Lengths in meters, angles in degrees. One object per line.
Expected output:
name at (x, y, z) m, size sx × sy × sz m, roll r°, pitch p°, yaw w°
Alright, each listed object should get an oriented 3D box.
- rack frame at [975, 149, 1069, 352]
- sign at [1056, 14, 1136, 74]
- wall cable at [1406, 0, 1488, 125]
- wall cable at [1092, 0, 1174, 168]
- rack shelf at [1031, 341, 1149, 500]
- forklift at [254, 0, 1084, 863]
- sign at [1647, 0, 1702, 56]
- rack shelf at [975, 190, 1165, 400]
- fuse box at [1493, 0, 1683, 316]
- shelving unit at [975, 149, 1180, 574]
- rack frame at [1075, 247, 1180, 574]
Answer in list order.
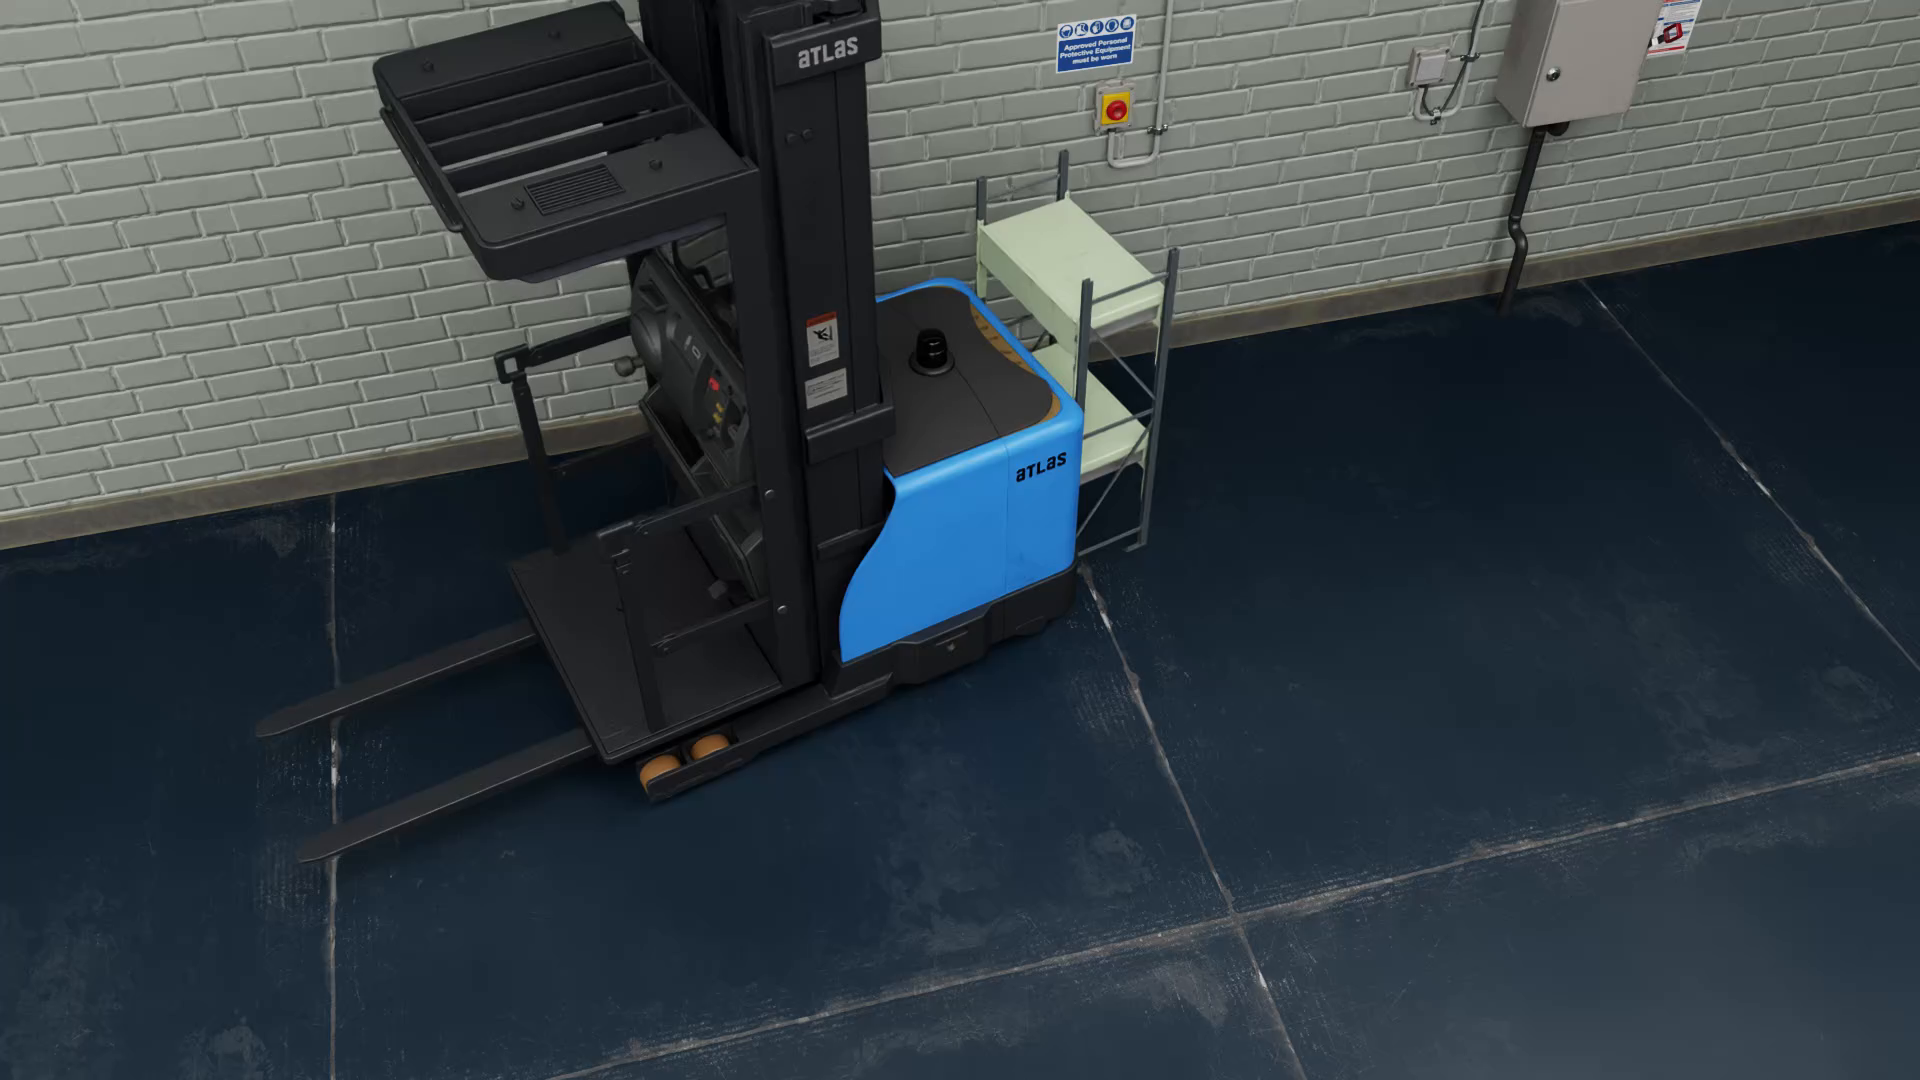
rack frame at (0.239, -0.895, 6.828) m, size 0.400 × 1.500 × 0.023 m, roll -22°, pitch 50°, yaw -20°
sign at (0.544, -1.986, 6.658) m, size 0.327 × 0.218 × 0.001 m, roll -11°, pitch 47°, yaw -10°
wall cable at (1.974, -2.481, 6.621) m, size 0.588 × 1.984 × 0.122 m, roll -11°, pitch 47°, yaw -10°
wall cable at (0.606, -2.225, 6.347) m, size 0.585 × 1.953 × 0.123 m, roll -11°, pitch 47°, yaw -10°
rack shelf at (0.421, -0.440, 6.839) m, size 0.431 × 0.370 × 0.720 m, roll -22°, pitch 50°, yaw -20°
forklift at (-1.077, -0.515, 5.454) m, size 3.031 × 2.935 × 1.130 m, roll -22°, pitch 49°, yaw -20°
sign at (3.098, -2.341, 7.262) m, size 0.329 × 0.494 × 0.001 m, roll -11°, pitch 47°, yaw -10°
rack shelf at (0.421, -0.942, 6.327) m, size 0.431 × 0.370 × 0.720 m, roll -22°, pitch 50°, yaw -20°
fuse box at (2.674, -1.690, 7.459) m, size 0.539 × 1.711 × 0.414 m, roll -11°, pitch 47°, yaw -10°
shelving unit at (0.421, -0.668, 6.606) m, size 0.431 × 1.500 × 0.755 m, roll -22°, pitch 50°, yaw -20°
rack frame at (0.603, -0.442, 6.384) m, size 0.400 × 1.500 × 0.023 m, roll -22°, pitch 50°, yaw -20°
